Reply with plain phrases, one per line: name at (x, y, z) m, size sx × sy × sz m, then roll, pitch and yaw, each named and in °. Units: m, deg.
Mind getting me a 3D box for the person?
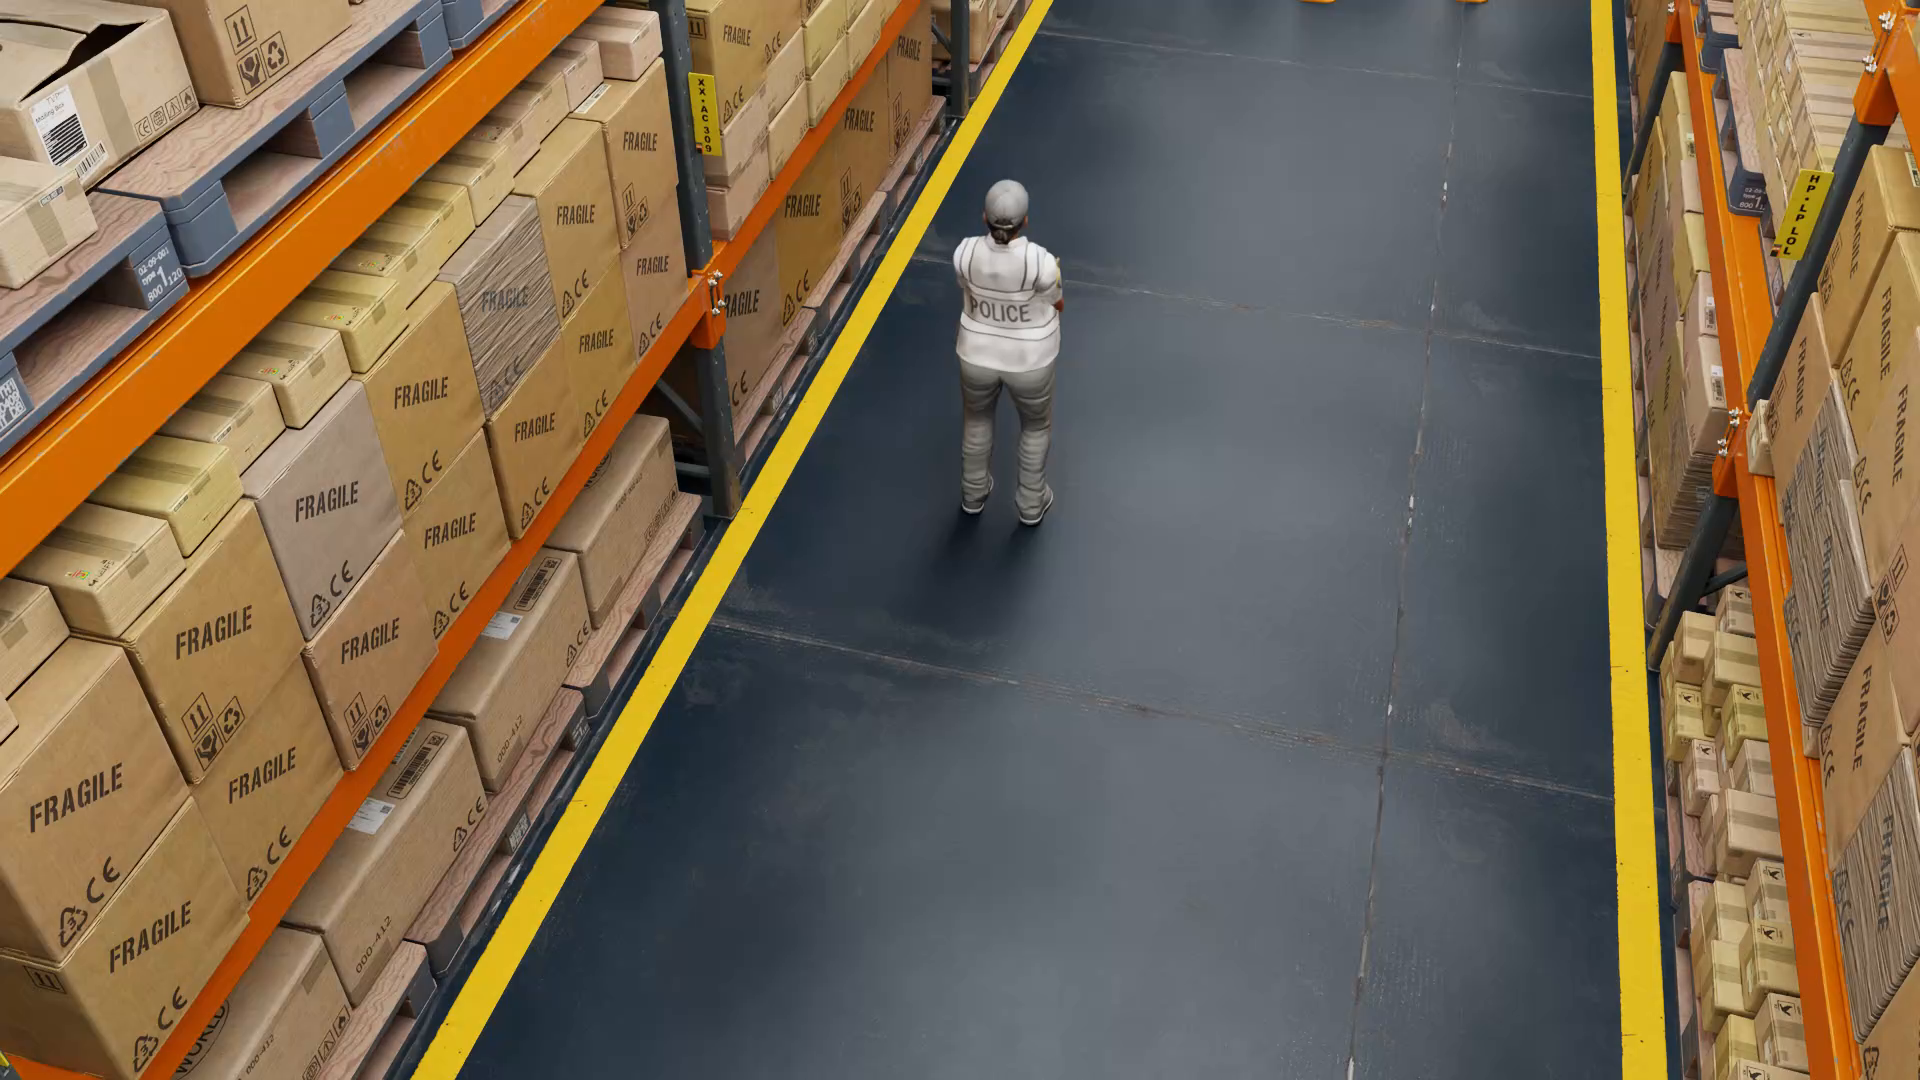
person at (0.214, -0.825, 7.104) m, size 0.452 × 1.662 × 0.539 m, roll 10°, pitch 42°, yaw 11°
